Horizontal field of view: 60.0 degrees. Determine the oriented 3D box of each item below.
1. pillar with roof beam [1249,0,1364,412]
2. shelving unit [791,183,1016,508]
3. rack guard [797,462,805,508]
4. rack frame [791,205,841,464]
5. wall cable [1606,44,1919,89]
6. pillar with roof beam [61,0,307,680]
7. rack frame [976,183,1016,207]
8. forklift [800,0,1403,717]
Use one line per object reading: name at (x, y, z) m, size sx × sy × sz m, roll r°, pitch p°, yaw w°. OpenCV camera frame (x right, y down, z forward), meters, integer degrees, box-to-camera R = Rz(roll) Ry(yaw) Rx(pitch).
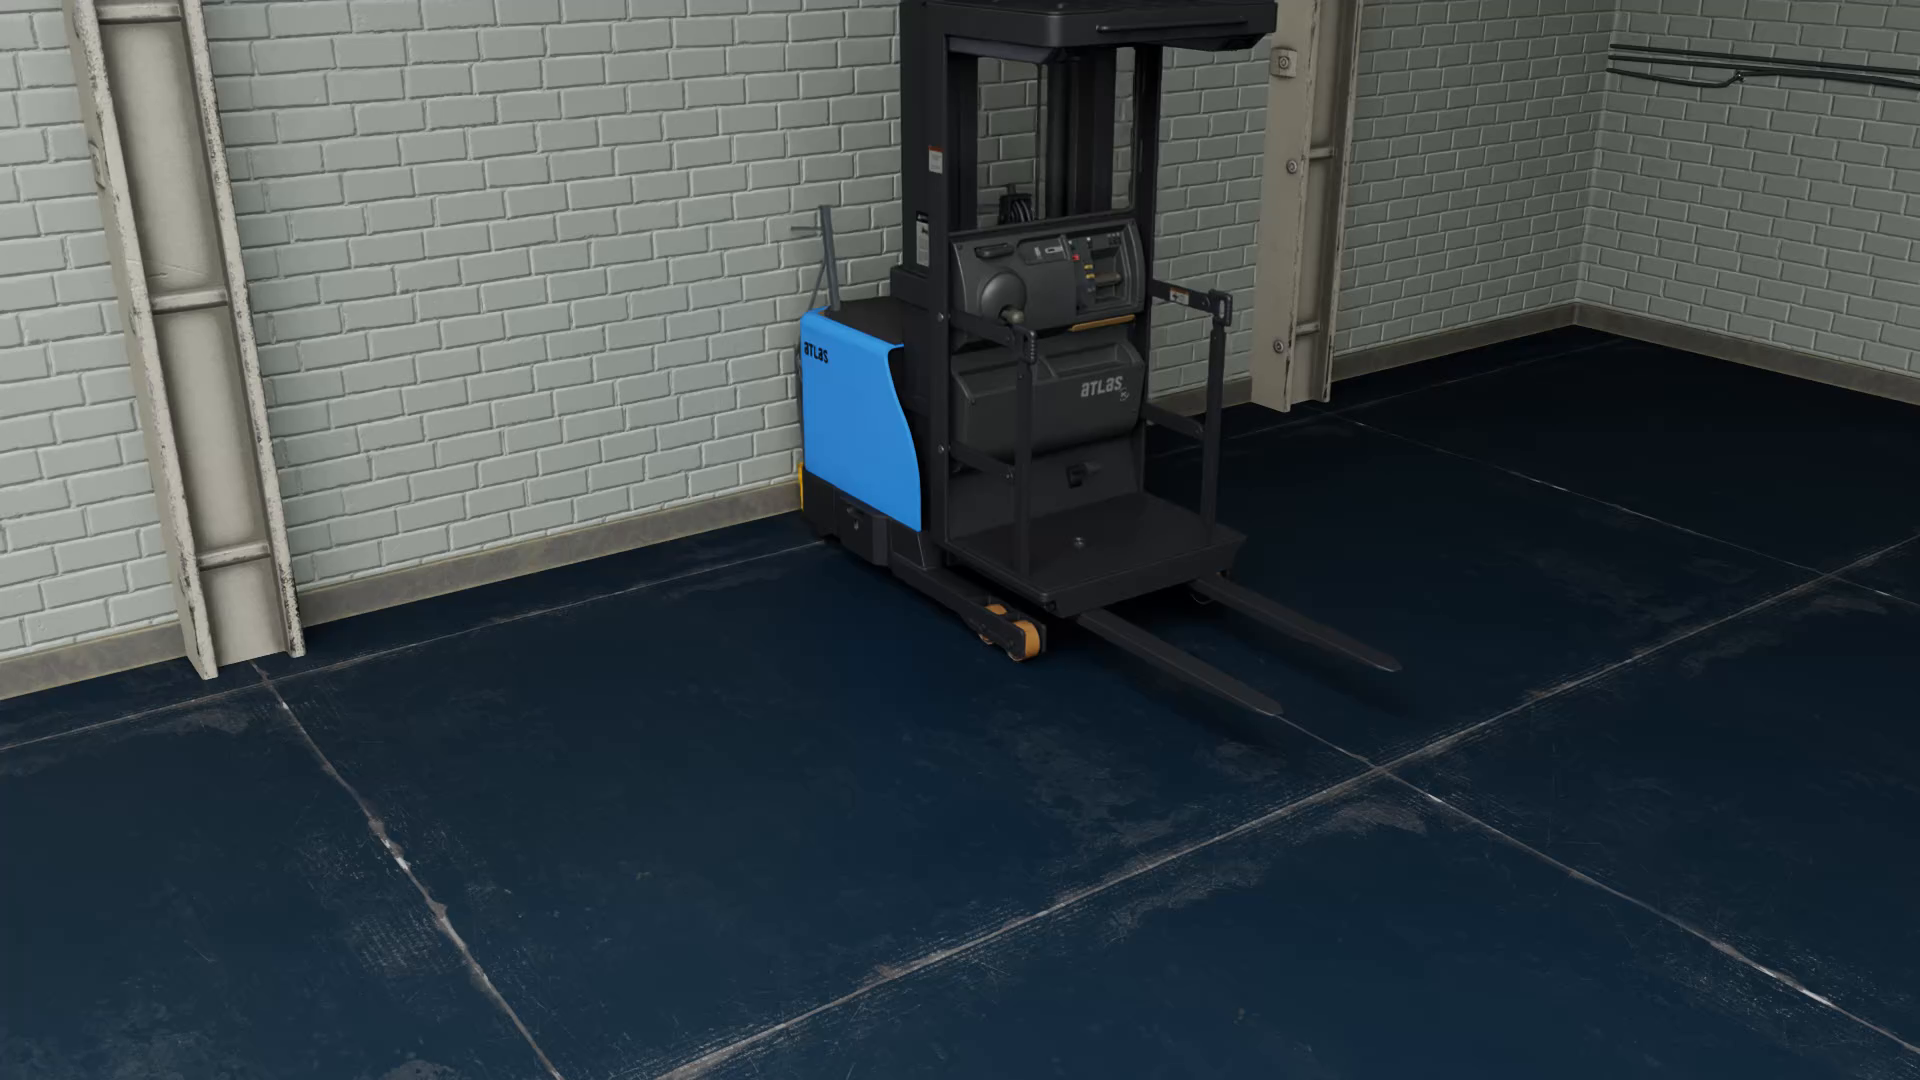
pillar with roof beam at (4.490, -3.723, 5.084) m, size 0.400 × 9.000 × 9.100 m, roll -15°, pitch 26°, yaw -33°
shelving unit at (-0.246, -0.923, 8.113) m, size 1.083 × 1.500 × 0.587 m, roll -14°, pitch 16°, yaw -30°
rack guard at (-0.606, -0.217, 8.012) m, size 0.087 × 0.250 × 0.587 m, roll -14°, pitch 16°, yaw -30°
rack frame at (-0.664, -0.820, 7.860) m, size 0.032 × 1.500 × 0.500 m, roll -14°, pitch 16°, yaw -30°
wall cable at (5.139, -3.816, 9.507) m, size 0.112 × 2.526 × 3.097 m, roll -15°, pitch 26°, yaw -33°
pillar with roof beam at (-0.381, -2.424, 1.830) m, size 0.400 × 9.000 × 9.100 m, roll -15°, pitch 26°, yaw -33°
rack frame at (0.187, -1.030, 8.376) m, size 0.032 × 1.500 × 0.500 m, roll -14°, pitch 16°, yaw -30°
forklift at (0.498, -1.076, 6.638) m, size 1.130 × 2.935 × 3.031 m, roll -14°, pitch 26°, yaw -32°
